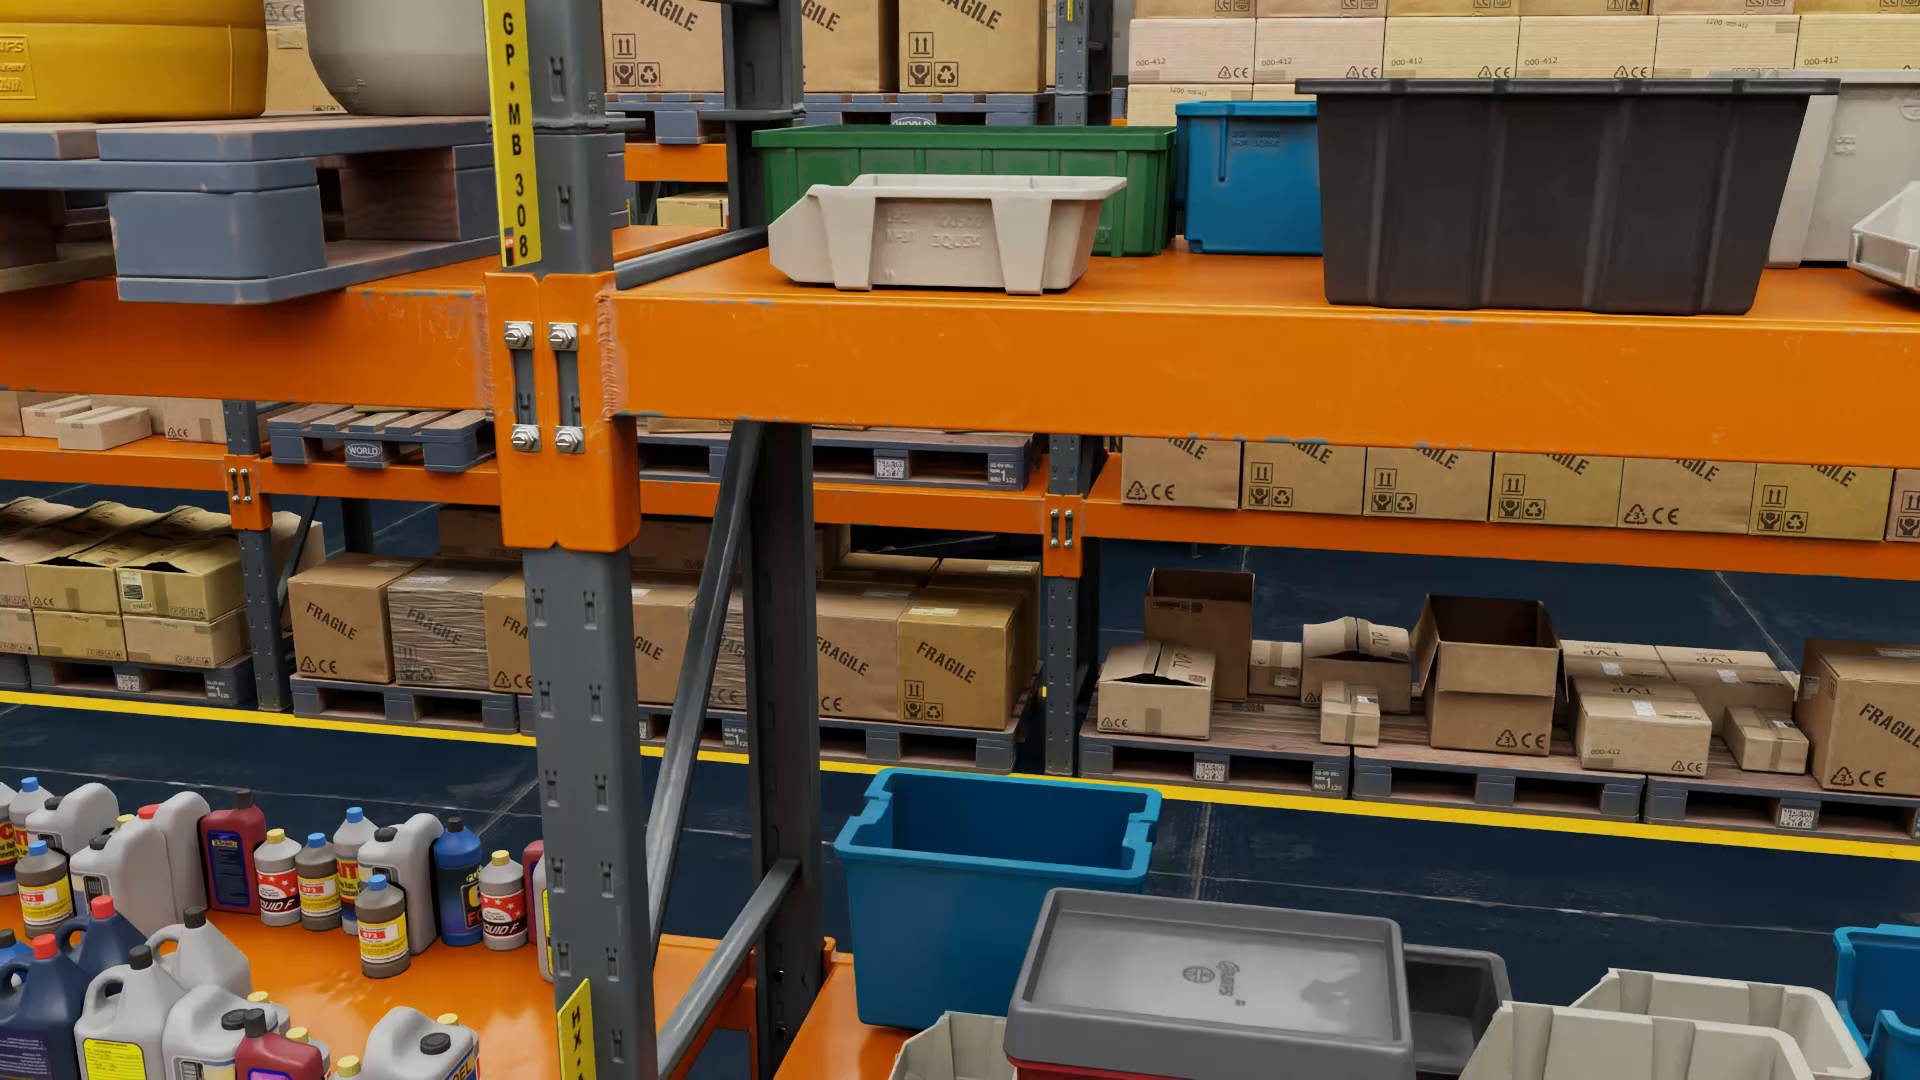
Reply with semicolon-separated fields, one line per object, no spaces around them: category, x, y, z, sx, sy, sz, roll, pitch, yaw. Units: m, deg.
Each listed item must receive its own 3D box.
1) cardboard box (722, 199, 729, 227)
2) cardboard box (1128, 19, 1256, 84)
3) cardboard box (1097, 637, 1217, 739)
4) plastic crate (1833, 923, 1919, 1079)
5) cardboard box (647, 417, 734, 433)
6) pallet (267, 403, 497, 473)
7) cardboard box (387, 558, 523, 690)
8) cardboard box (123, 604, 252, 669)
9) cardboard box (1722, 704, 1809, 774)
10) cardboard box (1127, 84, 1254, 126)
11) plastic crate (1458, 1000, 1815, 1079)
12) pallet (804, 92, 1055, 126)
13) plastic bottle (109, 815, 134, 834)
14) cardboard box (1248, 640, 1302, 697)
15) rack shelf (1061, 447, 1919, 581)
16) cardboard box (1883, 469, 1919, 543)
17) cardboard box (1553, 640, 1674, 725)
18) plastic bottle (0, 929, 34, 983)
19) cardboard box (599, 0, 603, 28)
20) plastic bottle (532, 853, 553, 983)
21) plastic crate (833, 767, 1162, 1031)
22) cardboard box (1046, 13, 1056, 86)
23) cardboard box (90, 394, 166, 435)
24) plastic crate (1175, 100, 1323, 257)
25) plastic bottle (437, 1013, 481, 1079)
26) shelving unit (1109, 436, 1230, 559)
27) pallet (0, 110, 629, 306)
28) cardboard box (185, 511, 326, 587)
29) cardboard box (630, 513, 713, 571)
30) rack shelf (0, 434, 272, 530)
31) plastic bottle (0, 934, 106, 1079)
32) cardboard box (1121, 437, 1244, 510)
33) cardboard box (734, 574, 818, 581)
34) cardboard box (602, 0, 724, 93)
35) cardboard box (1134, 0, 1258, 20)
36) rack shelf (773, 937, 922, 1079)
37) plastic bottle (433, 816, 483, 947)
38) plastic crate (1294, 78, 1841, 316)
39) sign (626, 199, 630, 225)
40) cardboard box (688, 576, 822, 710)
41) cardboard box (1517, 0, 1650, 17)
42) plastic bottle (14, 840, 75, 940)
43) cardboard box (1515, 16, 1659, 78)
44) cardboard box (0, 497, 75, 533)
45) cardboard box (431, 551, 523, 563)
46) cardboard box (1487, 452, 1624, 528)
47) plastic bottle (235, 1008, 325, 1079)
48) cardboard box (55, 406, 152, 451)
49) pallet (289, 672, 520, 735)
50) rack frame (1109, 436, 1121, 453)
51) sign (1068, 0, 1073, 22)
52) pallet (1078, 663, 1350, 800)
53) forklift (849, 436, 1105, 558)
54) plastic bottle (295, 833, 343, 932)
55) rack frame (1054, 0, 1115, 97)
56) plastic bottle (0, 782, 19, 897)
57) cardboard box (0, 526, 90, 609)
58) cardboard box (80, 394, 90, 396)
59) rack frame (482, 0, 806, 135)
cardboard box;-1.468;-2.447;12.521;0.500;0.250;0.500;3;16;10
cardboard box;0.975;-2.019;6.888;0.500;0.250;0.500;3;16;11
cardboard box;0.916;0.667;7.679;0.500;0.311;0.500;3;16;11
plastic crate;1.716;0.879;2.901;0.300;0.233;0.416;3;16;11
cardboard box;-1.196;-0.824;7.875;0.500;0.500;0.700;-1;16;-3
pallet;-2.694;-0.599;8.393;1.003;0.211;1.213;3;16;11
cardboard box;-2.469;0.409;8.254;0.500;0.500;0.500;3;16;9
cardboard box;-3.936;0.450;8.613;0.500;0.250;0.500;3;16;12
cardboard box;3.507;0.861;7.249;0.250;0.166;0.380;3;16;11
cardboard box;0.975;-1.779;6.956;0.500;0.250;0.500;3;16;11
plastic crate;1.017;0.957;2.527;0.530;0.282;0.437;3;16;11
pallet;-0.077;-1.904;7.479;1.003;0.211;1.213;3;16;11
plastic bottle;-1.836;0.709;3.687;0.097;0.201;0.097;0;15;0
cardboard box;1.542;0.626;8.128;0.250;0.149;0.380;3;16;11
rack shelf;2.508;-0.043;7.375;4.000;0.370;1.077;3;16;11
cardboard box;3.974;-0.284;6.711;0.500;0.500;0.500;4;16;13
cardboard box;3.011;0.674;7.768;0.500;0.250;0.500;3;16;11
plastic bottle;-1.739;0.845;3.062;0.097;0.271;0.097;0;15;0
cardboard box;-1.946;-2.605;7.599;0.500;0.500;0.500;3;16;11
plastic bottle;-0.763;0.718;3.374;0.185;0.351;0.144;3;16;11
plastic crate;0.082;0.714;3.213;0.575;0.384;0.392;3;16;11
cardboard box;0.691;-3.573;12.142;0.500;0.500;0.700;2;16;8
cardboard box;-4.210;-0.764;8.798;0.500;0.311;0.500;3;16;10
plastic crate;0.513;-0.600;2.735;0.300;0.233;0.416;3;16;11
plastic bottle;-0.887;0.925;2.904;0.097;0.201;0.097;0;15;0
shelving unit;1.429;-0.704;11.224;0.431;1.500;0.755;-15;21;-42
pallet;-1.231;-0.571;2.669;1.003;0.211;1.213;3;16;11
cardboard box;-3.827;0.039;9.046;0.500;0.311;0.500;4;16;13
cardboard box;-1.349;-0.034;8.449;0.500;0.250;0.500;3;16;10
rack shelf;-5.332;-0.468;8.912;4.000;0.370;1.077;3;16;11
plastic bottle;-1.590;0.850;2.896;0.185;0.351;0.144;3;16;11
cardboard box;0.993;-0.446;7.295;0.500;0.500;0.500;4;16;13
cardboard box;-0.891;0.353;8.456;0.500;0.500;0.500;3;16;12
cardboard box;-1.239;-2.357;7.600;0.600;0.600;0.600;2;16;9
cardboard box;1.032;-2.456;7.059;0.500;0.500;0.700;3;16;11
rack shelf;1.517;1.253;2.698;4.000;0.370;1.077;3;16;11
plastic bottle;-1.060;0.717;3.526;0.097;0.271;0.097;0;15;0
plastic crate;0.720;-0.445;2.106;0.590;0.269;0.497;3;16;11
sign;-2.487;-2.382;12.452;0.005;0.325;0.100;3;16;11
cardboard box;-0.967;0.490;7.962;0.500;0.500;0.500;3;16;12
cardboard box;2.505;-2.380;6.786;0.500;0.500;0.700;3;16;11
plastic bottle;-1.962;0.743;3.562;0.097;0.201;0.097;0;15;0
cardboard box;2.443;-1.937;6.591;0.500;0.250;0.500;3;16;11
cardboard box;-5.346;-0.042;9.337;0.500;0.311;0.500;3;16;10
cardboard box;-2.409;0.272;8.749;0.500;0.500;0.500;4;16;13
cardboard box;2.484;-0.365;7.005;0.500;0.500;0.500;3;16;10
plastic bottle;-1.129;0.919;2.773;0.133;0.283;0.061;3;16;11
cardboard box;-4.309;-0.563;8.377;0.250;0.149;0.380;3;16;11
pallet;-2.648;0.685;8.625;1.213;0.211;1.003;3;16;11
rack frame;1.174;-0.774;11.477;0.400;1.500;0.023;-15;21;-42
sign;0.441;-2.235;6.616;0.005;0.325;0.100;3;16;11
pallet;1.220;0.885;7.903;1.213;0.211;1.003;3;16;11
forklift;-0.570;-1.344;10.854;3.031;2.935;1.130;-7;17;-23
plastic bottle;-1.383;0.733;3.598;0.097;0.201;0.097;0;15;0
rack frame;0.548;-3.387;6.862;0.127;3.000;1.000;3;16;11
plastic bottle;-2.159;0.657;3.741;0.097;0.271;0.097;0;15;0
cardboard box;-4.939;0.127;8.729;0.500;0.311;0.500;3;16;11
cardboard box;-7.333;-1.270;14.315;0.500;0.500;0.500;2;16;7
rack frame;-0.443;-2.091;2.185;0.127;3.000;1.000;3;16;11
